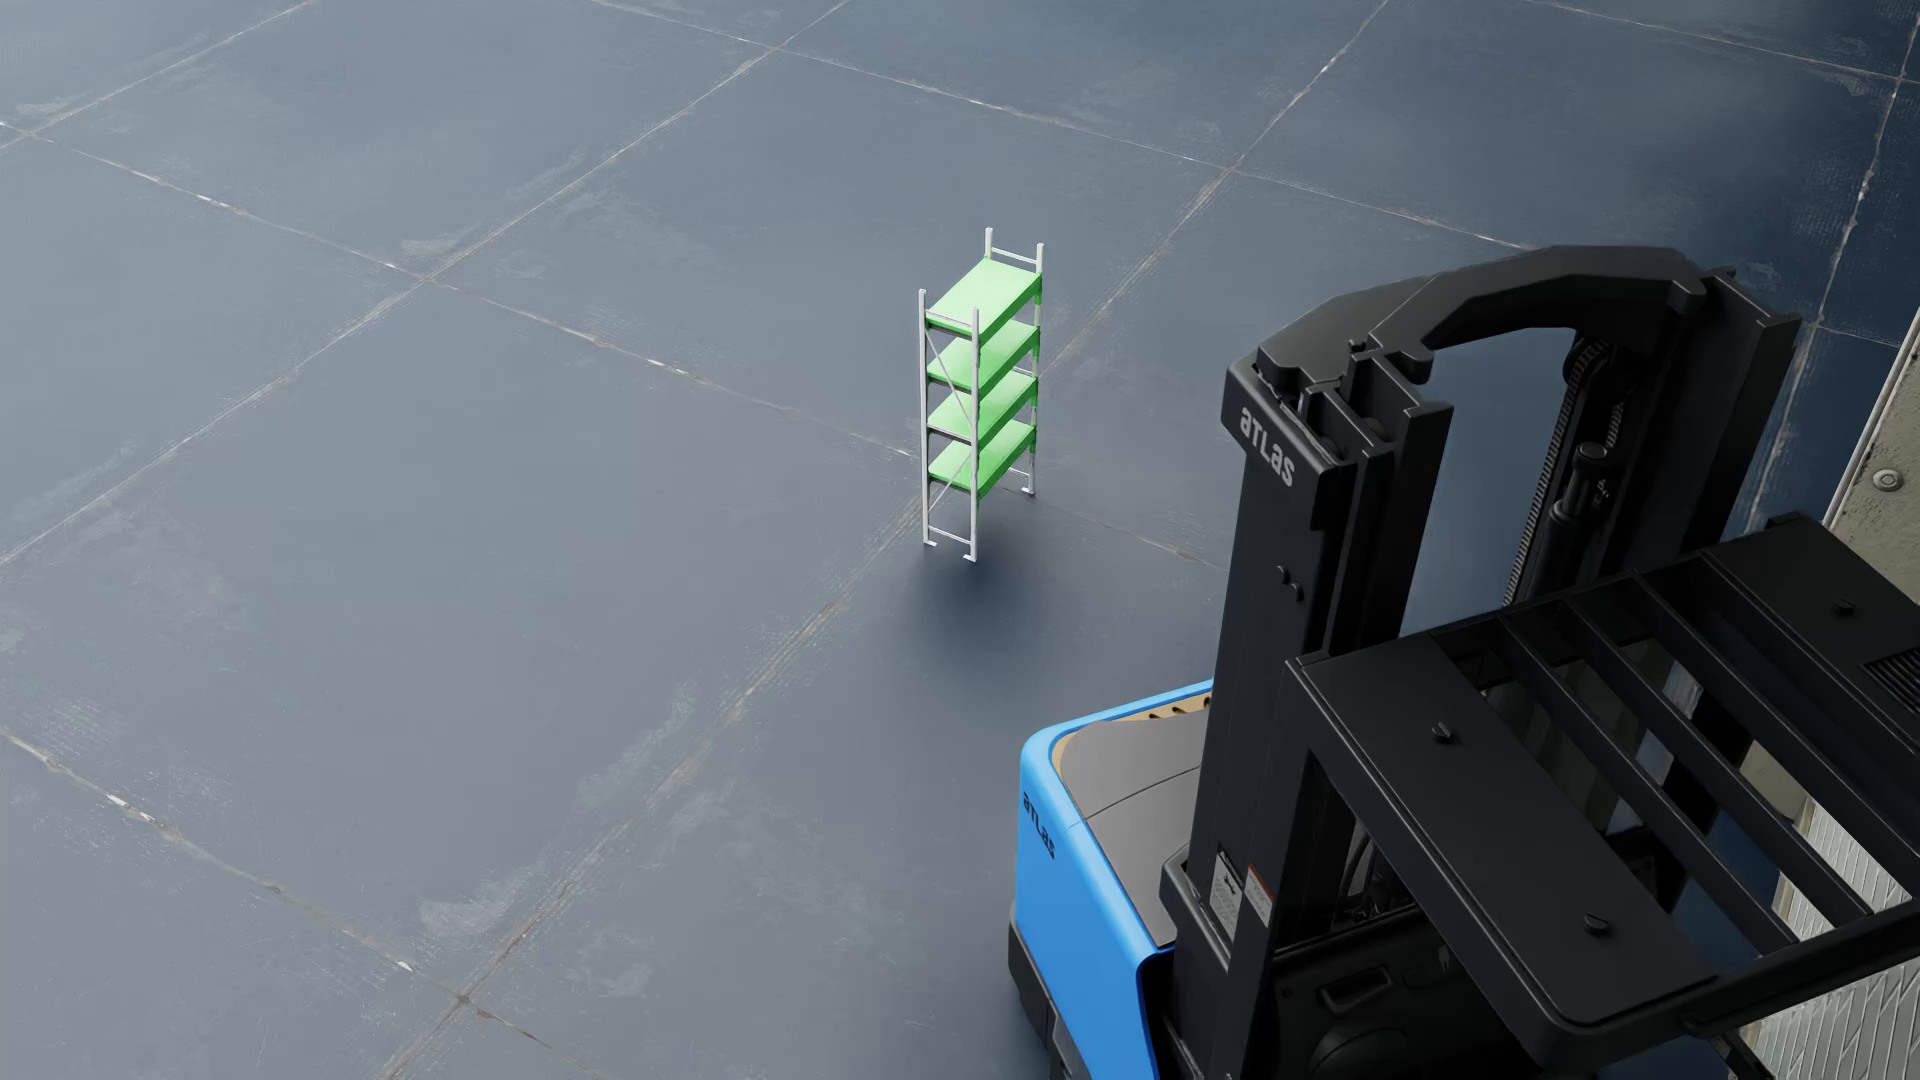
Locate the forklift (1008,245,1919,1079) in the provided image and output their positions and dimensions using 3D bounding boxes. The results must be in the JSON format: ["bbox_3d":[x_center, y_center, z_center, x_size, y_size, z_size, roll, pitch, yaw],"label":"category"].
[{"bbox_3d":[1.154,1.029,3.364,1.130,2.935,3.031,-14,43,-16],"label":"forklift"}]

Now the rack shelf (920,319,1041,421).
[{"bbox_3d":[0.083,-0.677,6.345,0.258,0.148,0.480,21,45,22],"label":"rack shelf"}]

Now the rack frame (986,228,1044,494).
[{"bbox_3d":[0.205,-0.685,6.620,0.240,1.200,0.015,21,45,22],"label":"rack frame"}]

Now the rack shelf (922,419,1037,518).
[{"bbox_3d":[0.083,-0.317,6.662,0.258,0.148,0.480,21,45,22],"label":"rack shelf"}]

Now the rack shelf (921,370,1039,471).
[{"bbox_3d":[0.083,-0.497,6.503,0.258,0.148,0.480,21,45,22],"label":"rack shelf"}]

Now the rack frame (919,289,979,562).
[{"bbox_3d":[-0.039,-0.405,6.302,0.240,1.200,0.015,21,45,22],"label":"rack frame"}]

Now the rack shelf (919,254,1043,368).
[{"bbox_3d":[0.083,-0.857,6.186,0.258,0.148,0.480,21,45,22],"label":"rack shelf"}]

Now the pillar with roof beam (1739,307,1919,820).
[{"bbox_3d":[-0.885,-4.000,4.483,9.100,9.000,0.400,21,45,22],"label":"pillar with roof beam"}]

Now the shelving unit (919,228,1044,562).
[{"bbox_3d":[0.083,-0.545,6.461,0.258,1.200,0.503,21,45,22],"label":"shelving unit"}]
